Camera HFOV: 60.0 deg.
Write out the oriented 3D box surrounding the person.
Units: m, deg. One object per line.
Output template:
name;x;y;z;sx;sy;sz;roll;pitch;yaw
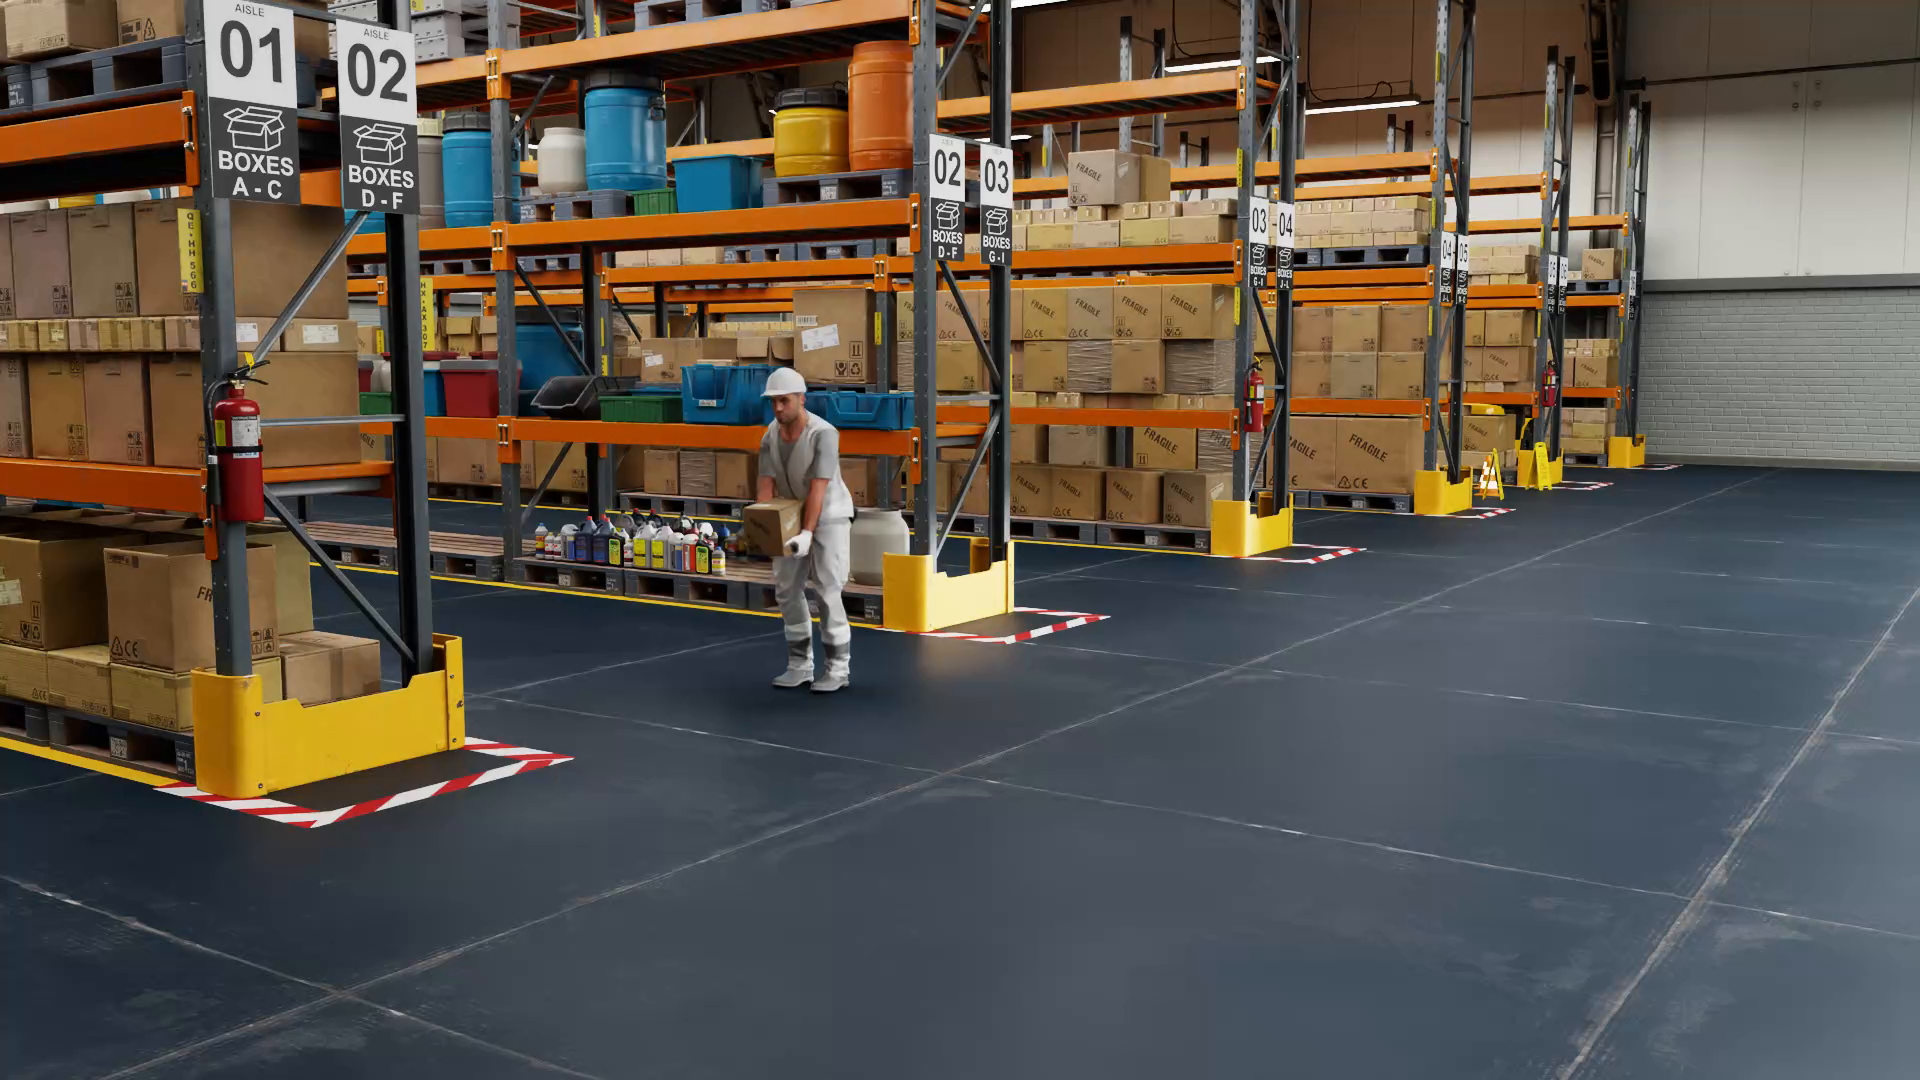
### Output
person;-0.829;-0.079;8.867;0.494;1.782;0.570;4;8;35
